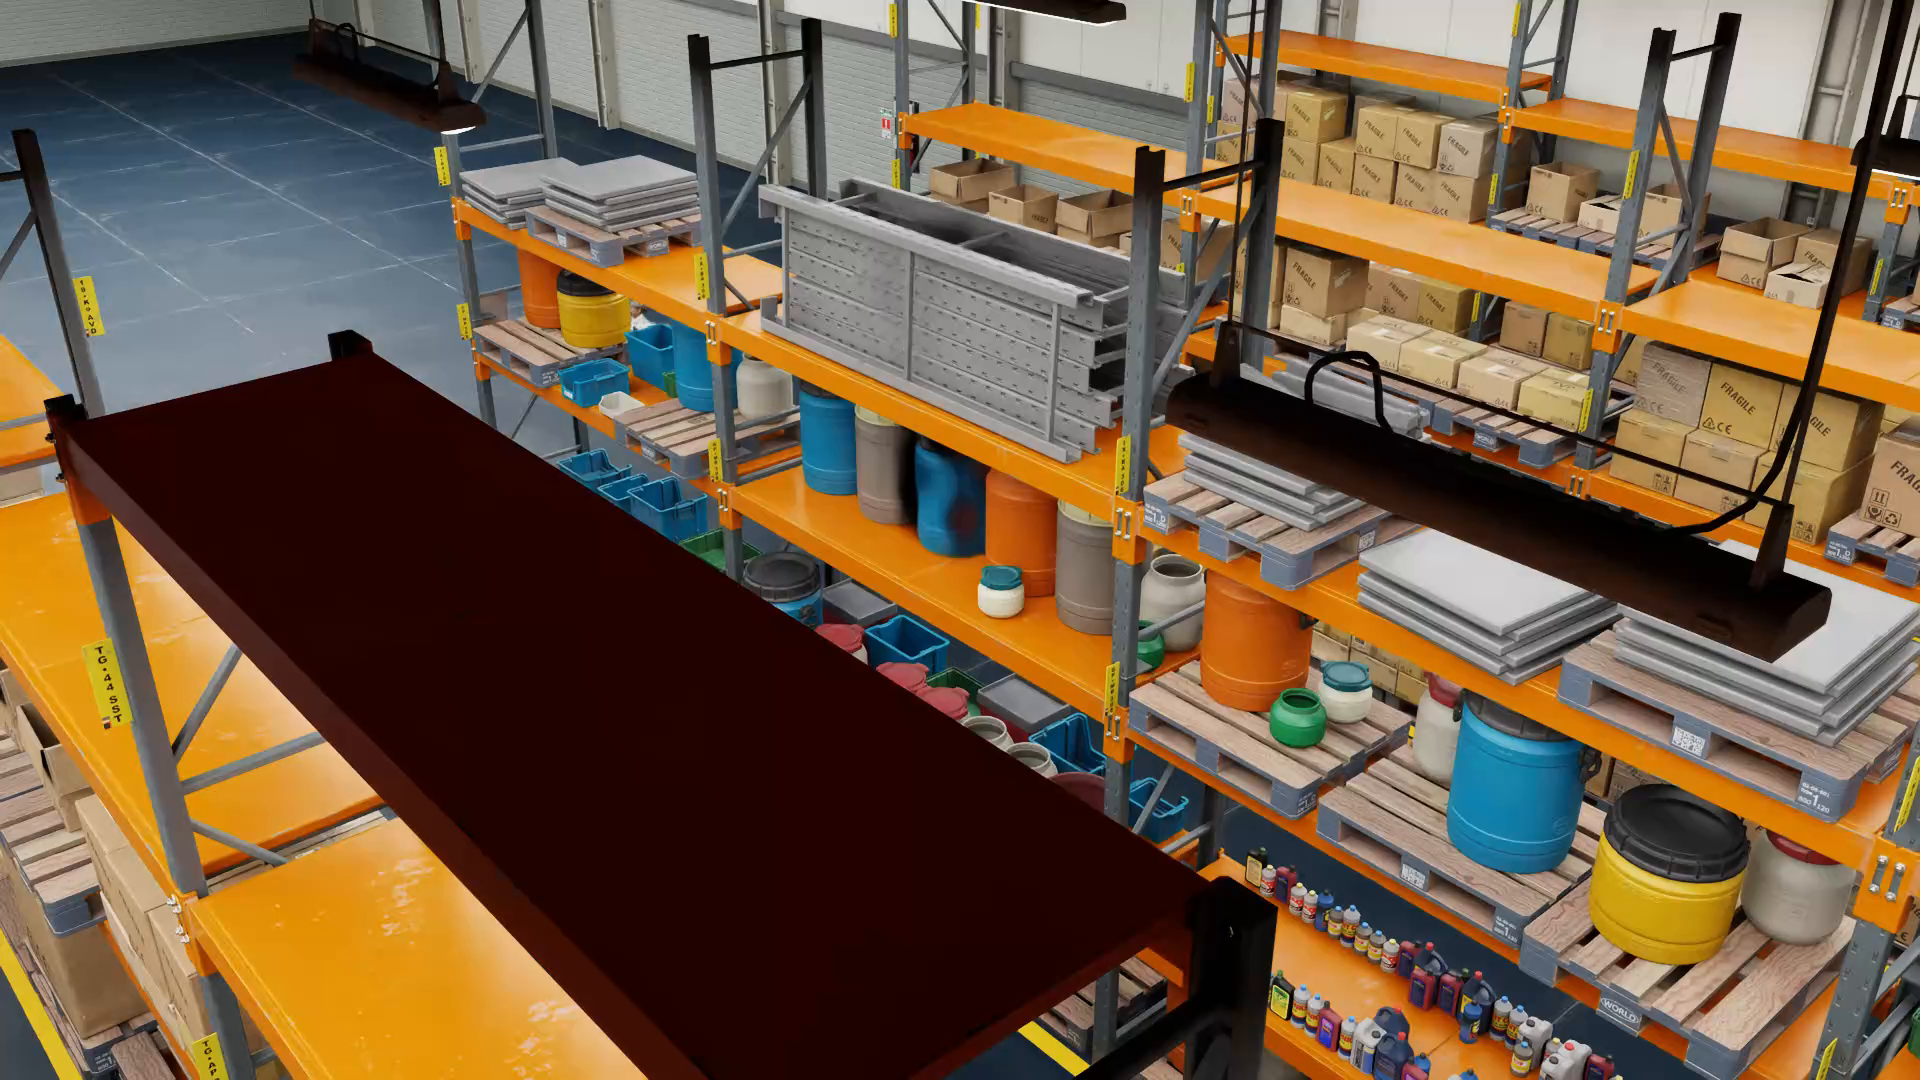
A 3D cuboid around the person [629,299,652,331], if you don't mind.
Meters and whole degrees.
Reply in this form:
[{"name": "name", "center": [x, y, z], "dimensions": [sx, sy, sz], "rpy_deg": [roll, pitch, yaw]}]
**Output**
[{"name": "person", "center": [-3.767, -2.190, 20.086], "dimensions": [0.652, 1.651, 0.629], "rpy_deg": [-13, 30, -24]}]
